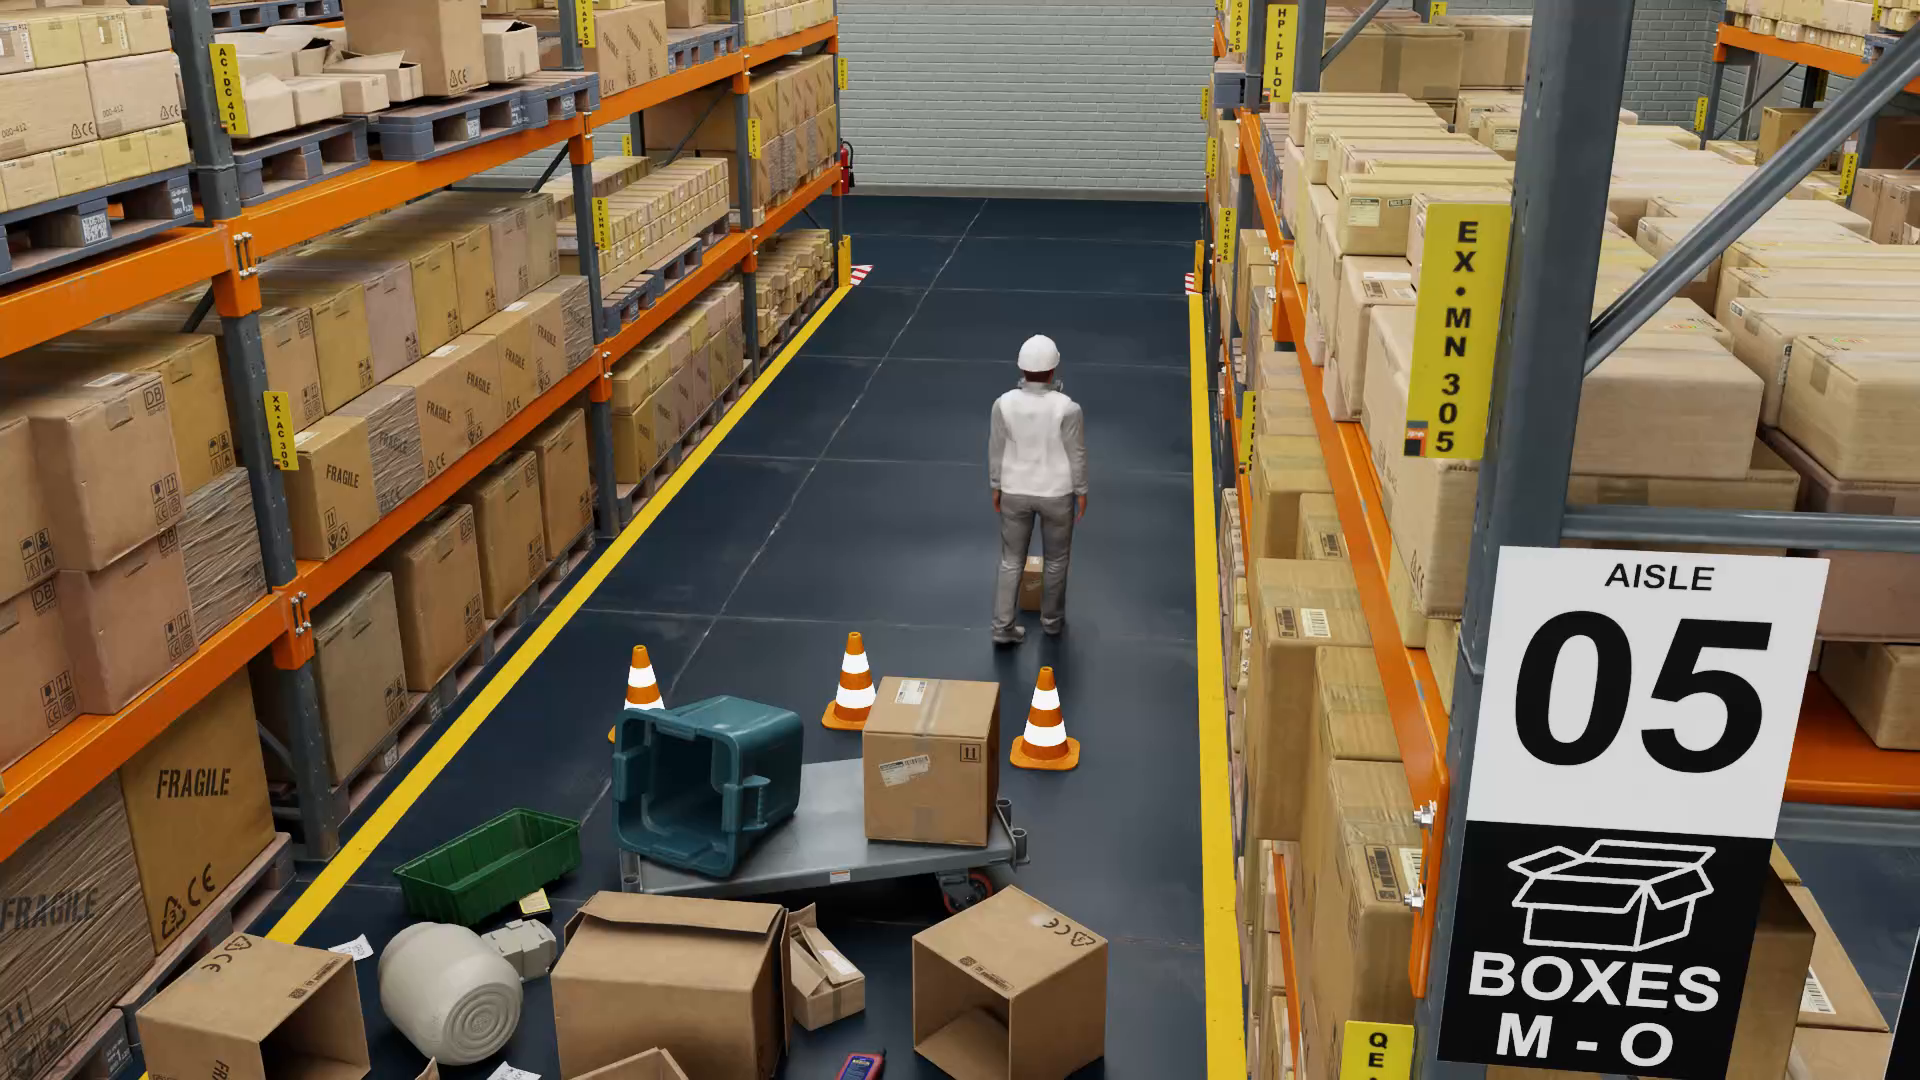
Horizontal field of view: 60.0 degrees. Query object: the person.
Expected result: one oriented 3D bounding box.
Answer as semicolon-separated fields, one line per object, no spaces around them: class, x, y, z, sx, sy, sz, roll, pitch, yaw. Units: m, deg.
person;0.446;-0.276;9.275;0.559;1.791;0.597;6;22;15
